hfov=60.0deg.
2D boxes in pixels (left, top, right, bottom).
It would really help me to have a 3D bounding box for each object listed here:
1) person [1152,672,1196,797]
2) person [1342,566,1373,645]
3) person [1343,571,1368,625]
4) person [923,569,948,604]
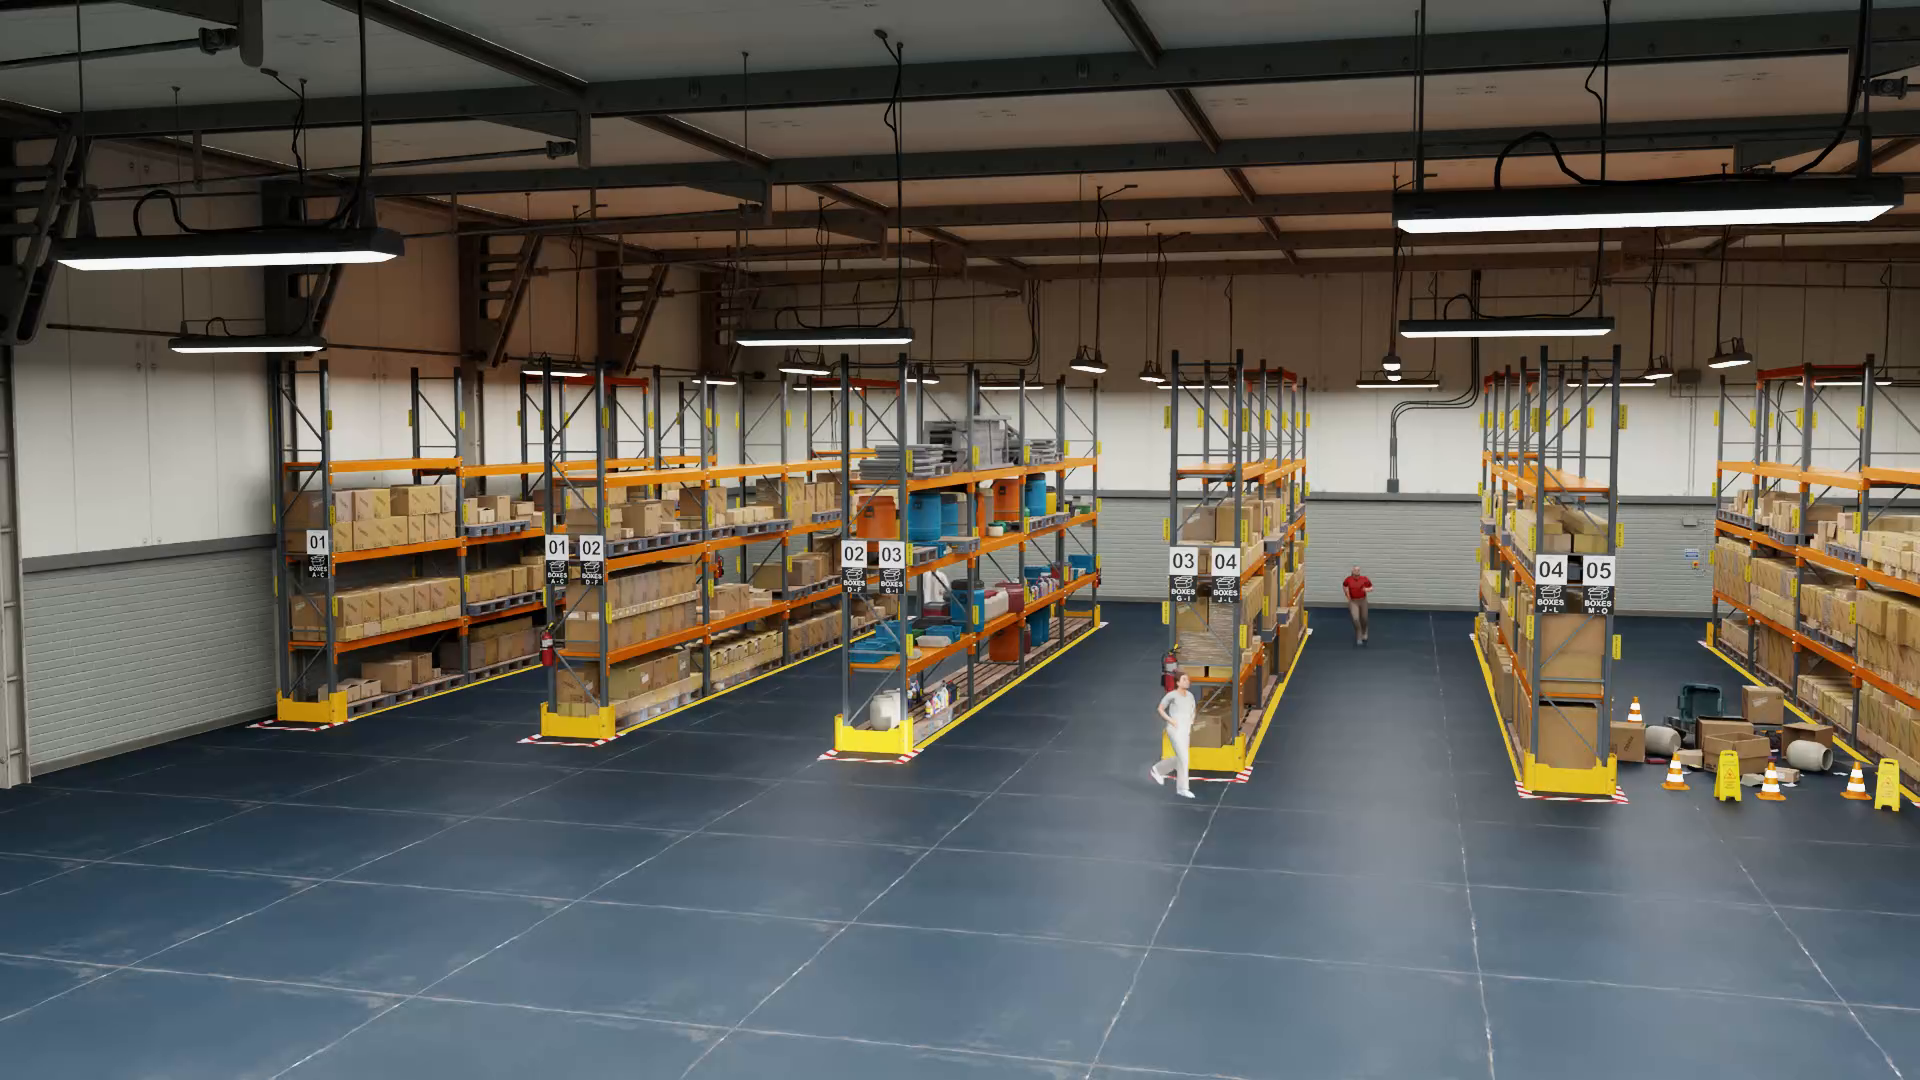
[{"bbox_3d":[2.933,2.594,22.438,0.574,1.658,0.792,-3,5,-37],"label":"person"},{"bbox_3d":[8.948,1.465,37.417,0.662,1.791,0.810,1,4,9],"label":"person"},{"bbox_3d":[9.173,1.438,38.462,0.559,1.557,0.634,0,4,-3],"label":"person"},{"bbox_3d":[-0.628,1.354,38.692,0.712,1.728,0.730,0,4,4],"label":"person"}]
